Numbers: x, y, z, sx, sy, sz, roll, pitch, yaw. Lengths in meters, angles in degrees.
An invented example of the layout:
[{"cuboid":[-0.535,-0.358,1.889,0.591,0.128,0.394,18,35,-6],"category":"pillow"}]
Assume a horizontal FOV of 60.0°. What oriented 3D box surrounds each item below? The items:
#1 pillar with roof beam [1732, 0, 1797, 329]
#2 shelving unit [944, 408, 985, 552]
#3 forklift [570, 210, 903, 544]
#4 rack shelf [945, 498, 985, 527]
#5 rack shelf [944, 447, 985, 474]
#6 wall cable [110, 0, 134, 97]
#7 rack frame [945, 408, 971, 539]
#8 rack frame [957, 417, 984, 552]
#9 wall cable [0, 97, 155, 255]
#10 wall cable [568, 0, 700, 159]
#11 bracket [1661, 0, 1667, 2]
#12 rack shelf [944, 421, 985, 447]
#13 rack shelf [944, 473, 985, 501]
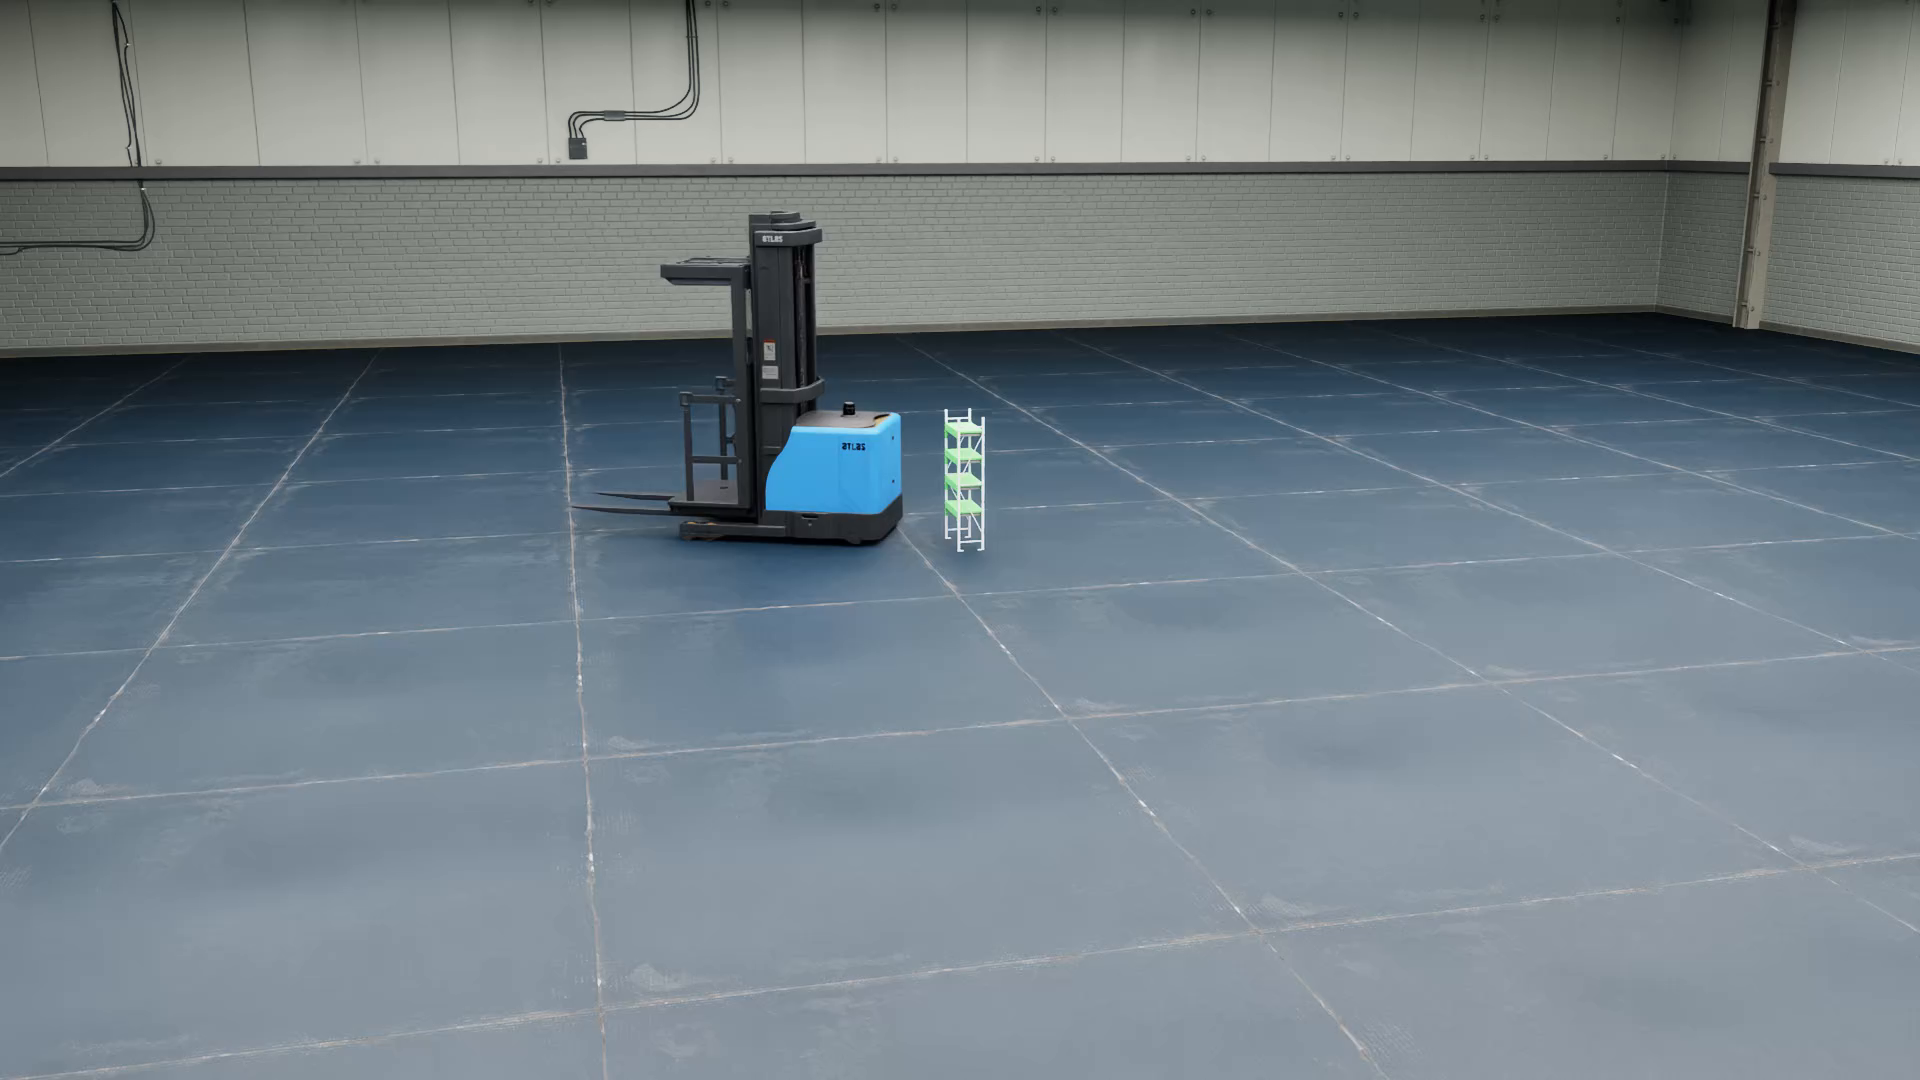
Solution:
[{"cuboid":[10.923,-8.213,29.905,9.100,9.000,0.548,-3,14,-13],"category":"pillar with roof beam"},{"cuboid":[0.039,-0.545,14.951,0.258,1.200,0.503,-3,14,-13],"category":"shelving unit"},{"cuboid":[-2.113,-1.535,15.357,3.031,2.935,1.130,2,14,10],"category":"forklift"},{"cuboid":[0.039,-0.249,15.023,0.258,0.148,0.480,-3,14,-13],"category":"rack shelf"},{"cuboid":[0.039,-0.716,14.910,0.258,0.148,0.480,-3,14,-13],"category":"rack shelf"},{"cuboid":[-12.288,-8.546,27.171,3.097,2.526,0.112,-3,14,-13],"category":"wall cable"},{"cuboid":[-0.018,-0.601,15.182,0.240,1.200,0.015,-3,14,-13],"category":"rack frame"},{"cuboid":[0.096,-0.488,14.721,0.240,1.200,0.015,-3,14,-13],"category":"rack frame"},{"cuboid":[-14.918,-5.942,27.153,3.097,2.526,0.112,-3,14,-13],"category":"wall cable"},{"cuboid":[-5.686,-9.628,28.532,2.305,6.003,0.169,-3,14,-13],"category":"wall cable"},{"cuboid":[14.108,-10.824,33.009,0.235,0.232,0.430,-3,14,-13],"category":"bracket"},{"cuboid":[0.039,-0.949,14.853,0.258,0.148,0.480,-3,14,-13],"category":"rack shelf"},{"cuboid":[0.039,-0.483,14.966,0.258,0.148,0.480,-3,14,-13],"category":"rack shelf"}]
